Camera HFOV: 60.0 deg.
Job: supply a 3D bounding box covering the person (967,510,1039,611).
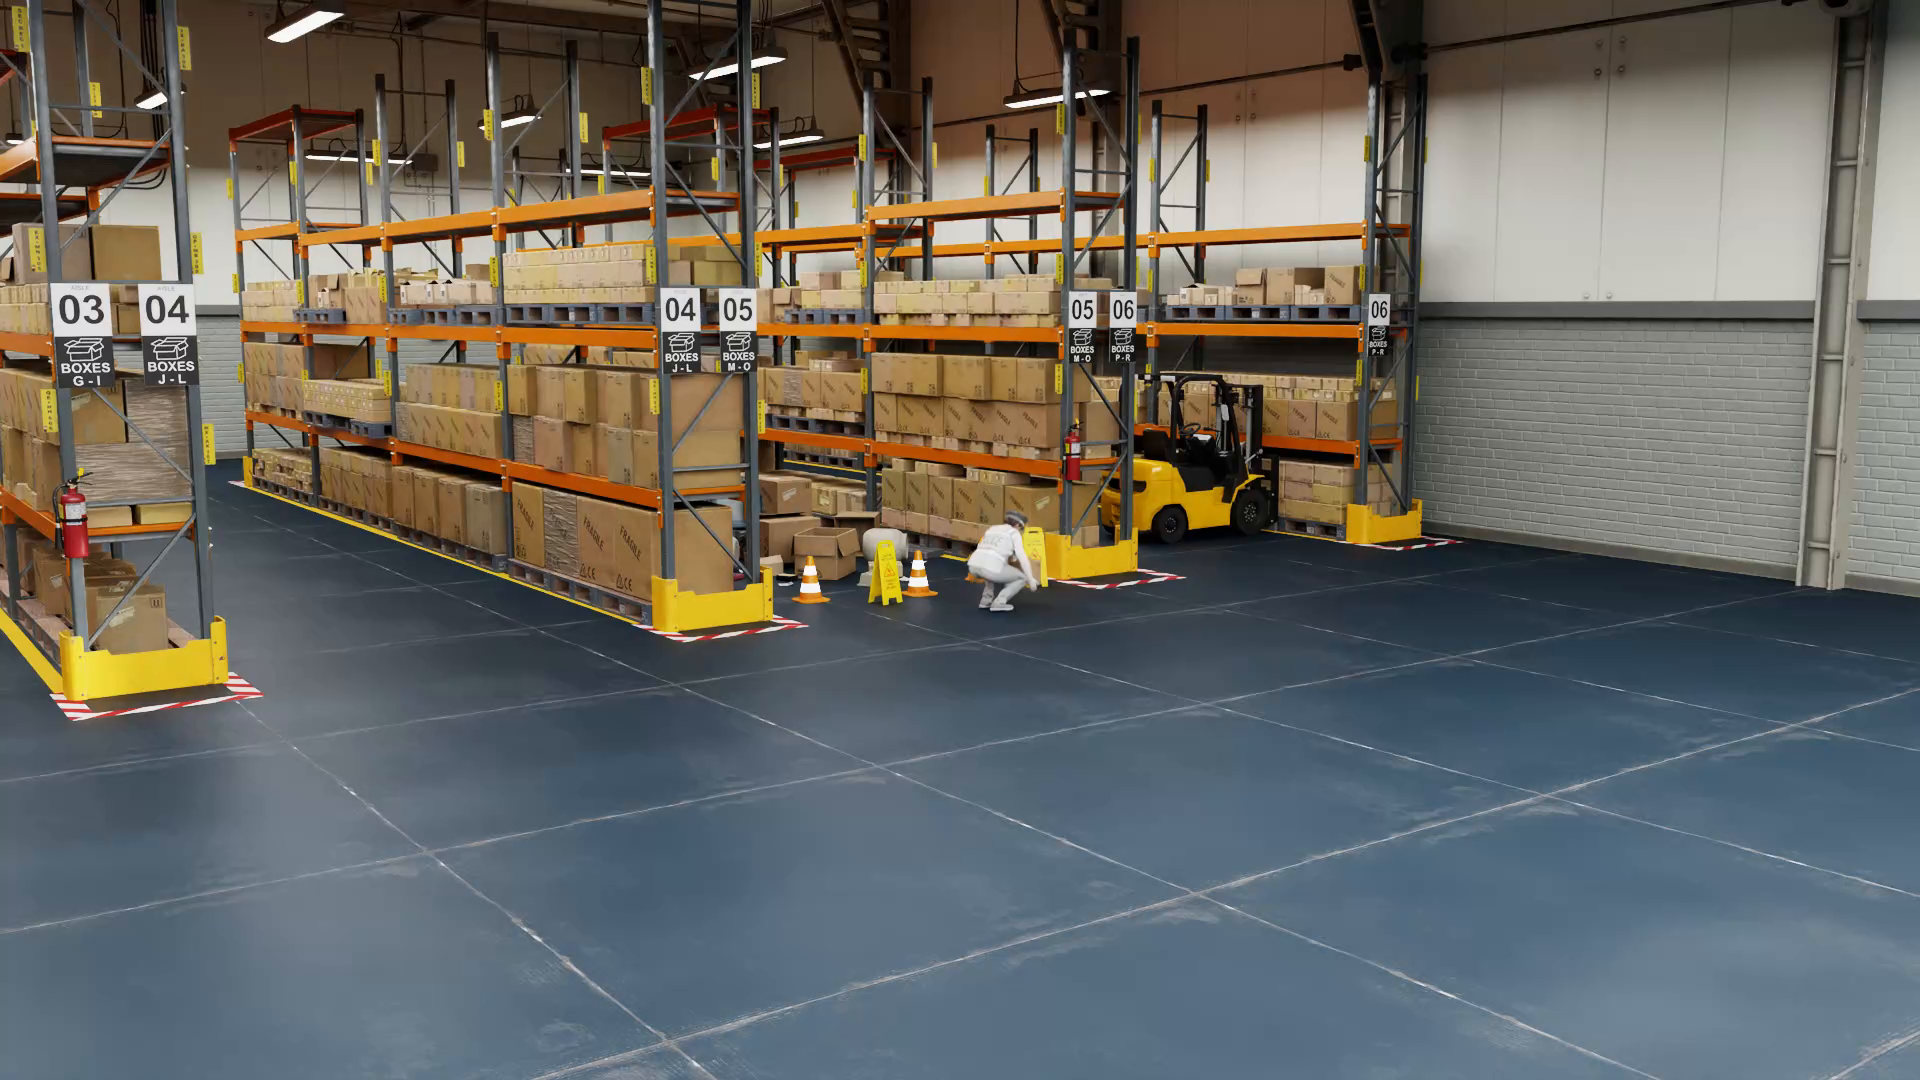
[{"bbox_3d":[0.428,0.207,16.837,0.822,0.989,0.471,-7,11,-43],"label":"person"}]
